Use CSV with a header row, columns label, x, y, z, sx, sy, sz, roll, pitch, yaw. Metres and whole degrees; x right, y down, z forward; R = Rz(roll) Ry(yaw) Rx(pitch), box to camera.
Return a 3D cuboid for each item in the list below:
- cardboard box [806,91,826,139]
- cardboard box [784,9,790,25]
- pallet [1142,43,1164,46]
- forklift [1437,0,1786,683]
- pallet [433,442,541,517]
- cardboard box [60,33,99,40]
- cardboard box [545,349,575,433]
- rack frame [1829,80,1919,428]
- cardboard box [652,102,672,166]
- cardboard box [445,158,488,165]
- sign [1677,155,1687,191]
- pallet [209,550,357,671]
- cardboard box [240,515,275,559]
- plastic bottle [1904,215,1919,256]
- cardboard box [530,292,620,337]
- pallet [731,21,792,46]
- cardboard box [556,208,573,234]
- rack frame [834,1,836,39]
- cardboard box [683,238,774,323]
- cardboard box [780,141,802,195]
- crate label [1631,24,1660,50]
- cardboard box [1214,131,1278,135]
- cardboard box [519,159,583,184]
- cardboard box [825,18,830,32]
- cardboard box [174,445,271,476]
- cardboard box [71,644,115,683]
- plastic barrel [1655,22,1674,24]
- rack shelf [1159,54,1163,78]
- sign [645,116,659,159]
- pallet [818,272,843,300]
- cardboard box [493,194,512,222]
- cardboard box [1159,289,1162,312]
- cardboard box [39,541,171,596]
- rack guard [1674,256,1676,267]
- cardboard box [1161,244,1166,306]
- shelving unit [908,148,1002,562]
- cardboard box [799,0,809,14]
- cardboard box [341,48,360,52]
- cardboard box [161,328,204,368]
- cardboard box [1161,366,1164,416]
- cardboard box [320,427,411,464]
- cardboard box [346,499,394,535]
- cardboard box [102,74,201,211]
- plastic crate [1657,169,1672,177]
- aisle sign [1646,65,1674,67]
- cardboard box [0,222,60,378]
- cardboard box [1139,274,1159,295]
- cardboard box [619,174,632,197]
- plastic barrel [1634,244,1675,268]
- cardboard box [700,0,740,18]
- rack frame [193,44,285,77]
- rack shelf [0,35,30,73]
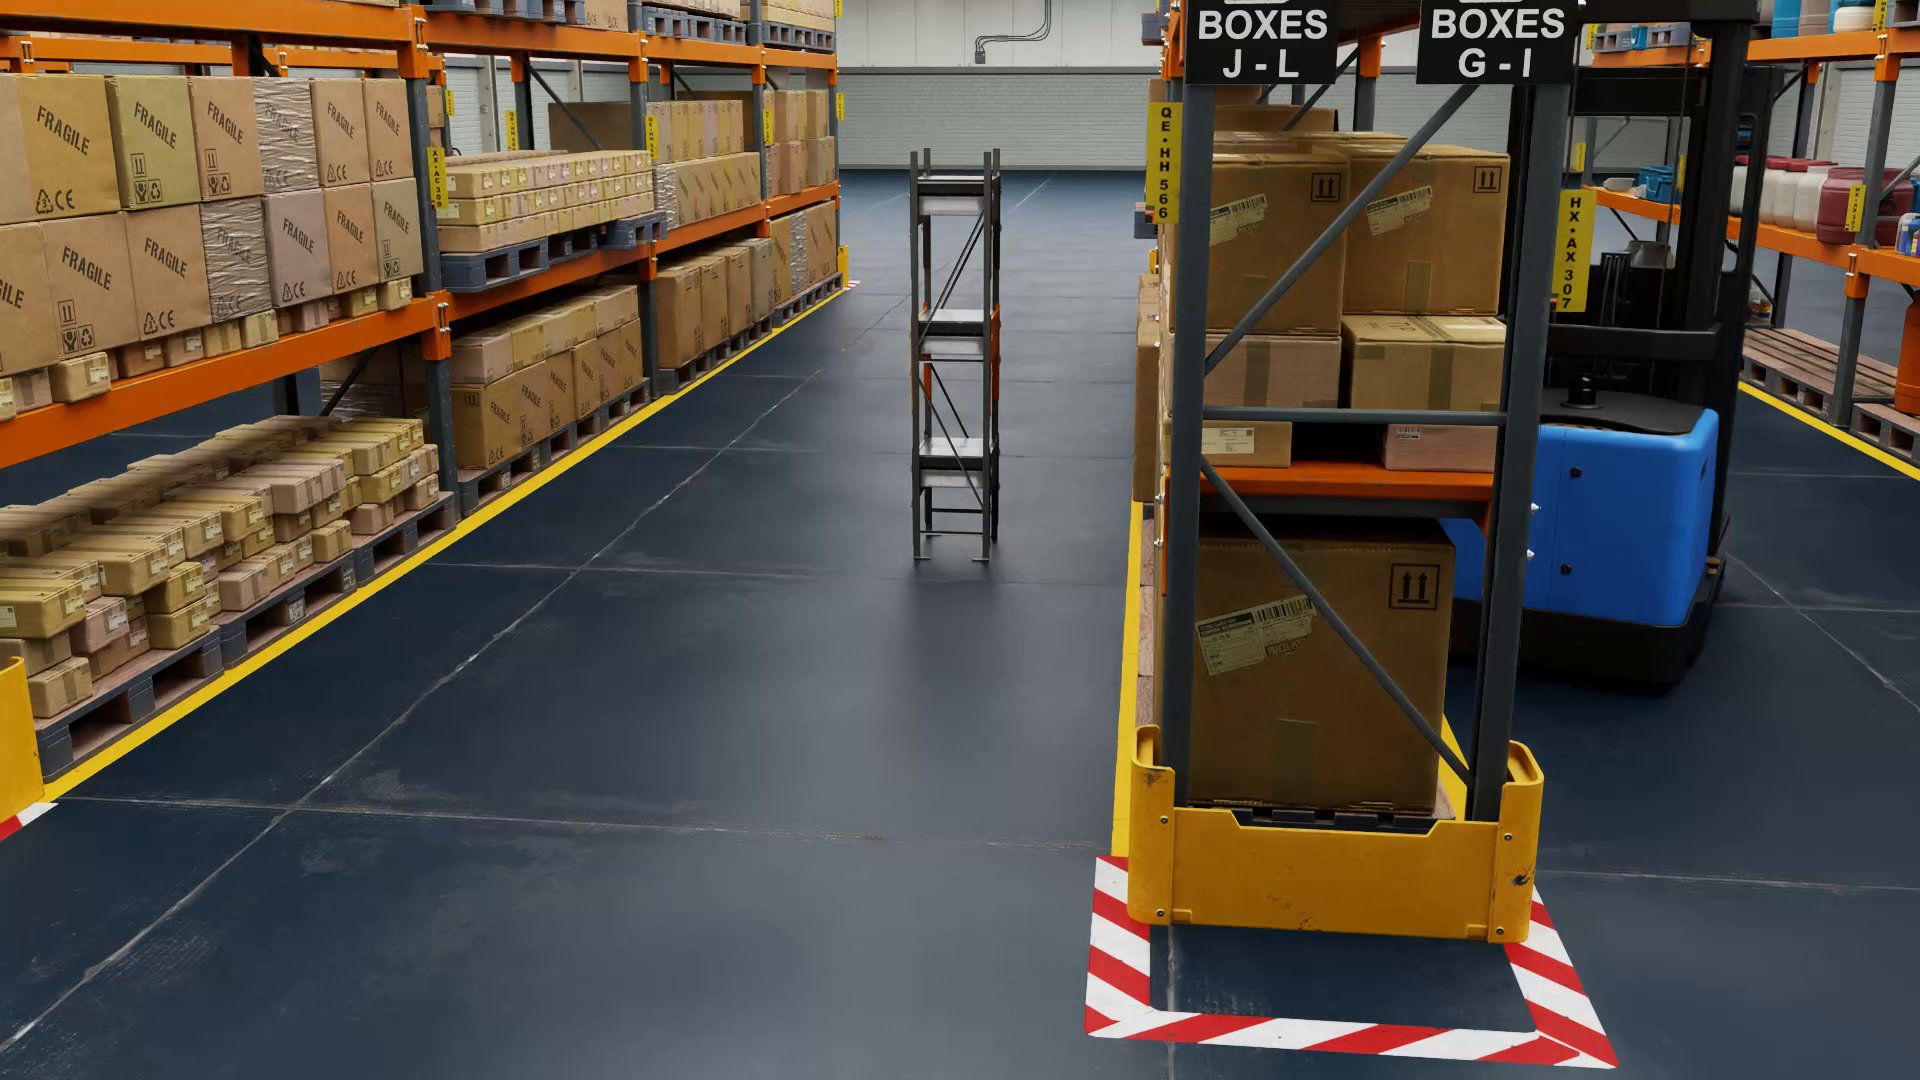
label,x,y,z,sx,sy,sz,roll,pitch,yaw
cardboard box,-2.062,-5.017,19.612,0.875,0.550,0.550,2,15,6
cardboard box,-1.998,-5.485,17.439,0.380,0.149,0.250,1,15,5
pallet,2.279,-4.654,15.240,1.213,0.211,1.003,2,15,6
forklift,3.147,-1.167,7.863,1.130,2.935,3.031,8,17,27
pallet,-3.279,-0.407,10.263,1.003,0.211,1.213,2,15,6
cardboard box,-7.727,-4.450,13.934,0.700,0.500,0.500,2,15,6
cardboard box,-2.914,-1.005,11.115,0.500,0.500,0.500,2,15,7
rack frame,6.925,-2.270,11.812,1.000,3.000,0.127,2,15,6
cardboard box,-2.797,-3.367,13.760,0.700,0.500,0.500,1,15,5
cardboard box,-3.337,-2.438,10.967,0.380,0.149,0.250,1,15,5
sign,6.830,-3.461,15.683,0.100,0.325,0.005,2,15,6
pallet,-3.541,0.288,7.694,1.003,0.211,1.213,2,15,6
cardboard box,-3.373,-0.024,7.591,0.380,0.149,0.250,2,15,9
plastic bottle,6.514,-2.076,11.341,0.097,0.271,0.097,0,15,0
cardboard box,-2.777,-1.630,11.992,0.500,0.250,0.500,2,15,7
pallet,-2.360,-5.243,17.229,1.003,0.211,1.213,2,15,6
cardboard box,-2.722,-2.060,10.711,0.380,0.149,0.250,1,15,5
rack frame,-2.011,-7.559,19.879,1.000,3.000,0.127,2,15,6
cardboard box,-2.443,-2.579,16.459,1.050,0.750,0.750,2,15,6
cardboard box,-2.215,-4.074,18.196,0.875,0.550,0.550,2,15,6
crate label,7.288,-5.246,17.354,0.502,0.251,0.408,2,15,6
cardboard box,1.244,-1.695,7.966,0.500,0.500,0.500,2,15,6
cardboard box,-2.692,-2.414,10.879,0.380,0.149,0.250,2,15,8
cardboard box,-1.741,-6.080,19.638,0.380,0.149,0.250,2,15,7
cardboard box,-3.686,-0.377,8.325,0.380,0.149,0.250,1,15,5
cardboard box,-3.491,0.463,6.360,0.380,0.149,0.250,2,15,6
plastic barrel,7.825,-5.787,17.907,0.600,0.588,0.600,0,15,0
rack shelf,2.680,-5.073,17.809,1.077,0.370,4.000,2,15,6
sign,-2.373,-3.096,12.798,0.100,0.325,0.005,2,15,6
pallet,-2.024,-3.108,20.250,1.003,0.211,1.213,2,15,6
cardboard box,-2.836,-1.932,9.668,0.380,0.149,0.250,1,15,5
cardboard box,1.158,-1.123,8.048,0.380,0.149,0.250,1,15,4
cardboard box,-3.352,0.110,6.526,0.380,0.149,0.250,2,15,6
rack guard,7.865,-3.117,19.733,1.175,0.500,0.348,2,15,6
cardboard box,1.177,-1.207,7.597,0.500,0.250,0.500,2,15,6
shelving unit,-0.019,-0.971,8.729,0.431,2.100,0.503,2,15,6
cardboard box,-1.961,-5.908,18.239,0.500,0.250,0.500,2,15,7
cardboard box,-6.881,-5.478,18.408,0.380,0.149,0.250,1,15,5
cardboard box,-3.379,-0.806,6.879,0.380,0.149,0.250,1,15,5
cardboard box,0.900,-0.520,5.819,0.380,0.149,0.250,2,15,7
cardboard box,-3.136,-0.497,8.773,0.380,0.149,0.250,2,15,7
cardboard box,-3.149,-0.131,8.555,0.380,0.149,0.250,1,15,4
cardboard box,-3.370,-1.562,6.516,0.500,0.500,0.500,1,15,5
plastic crate,7.989,-3.967,18.370,0.499,0.251,0.408,2,15,6
aisle sign,8.130,-5.610,19.183,0.394,0.787,0.004,2,15,6
cardboard box,-3.491,-0.814,5.664,0.500,0.500,0.500,2,15,9
cardboard box,1.905,-1.415,11.914,1.225,0.875,0.875,1,15,4
cardboard box,-2.573,-2.534,11.895,0.380,0.149,0.250,2,15,8
plastic barrel,7.772,-3.044,18.635,0.421,0.512,0.421,0,15,0
cardboard box,-2.383,-5.065,15.690,0.500,0.250,0.500,2,15,7
rack frame,-7.392,-3.746,17.268,1.000,3.000,0.127,2,15,6
rack shelf,-8.069,-3.290,11.215,1.077,0.370,4.000,2,15,6
